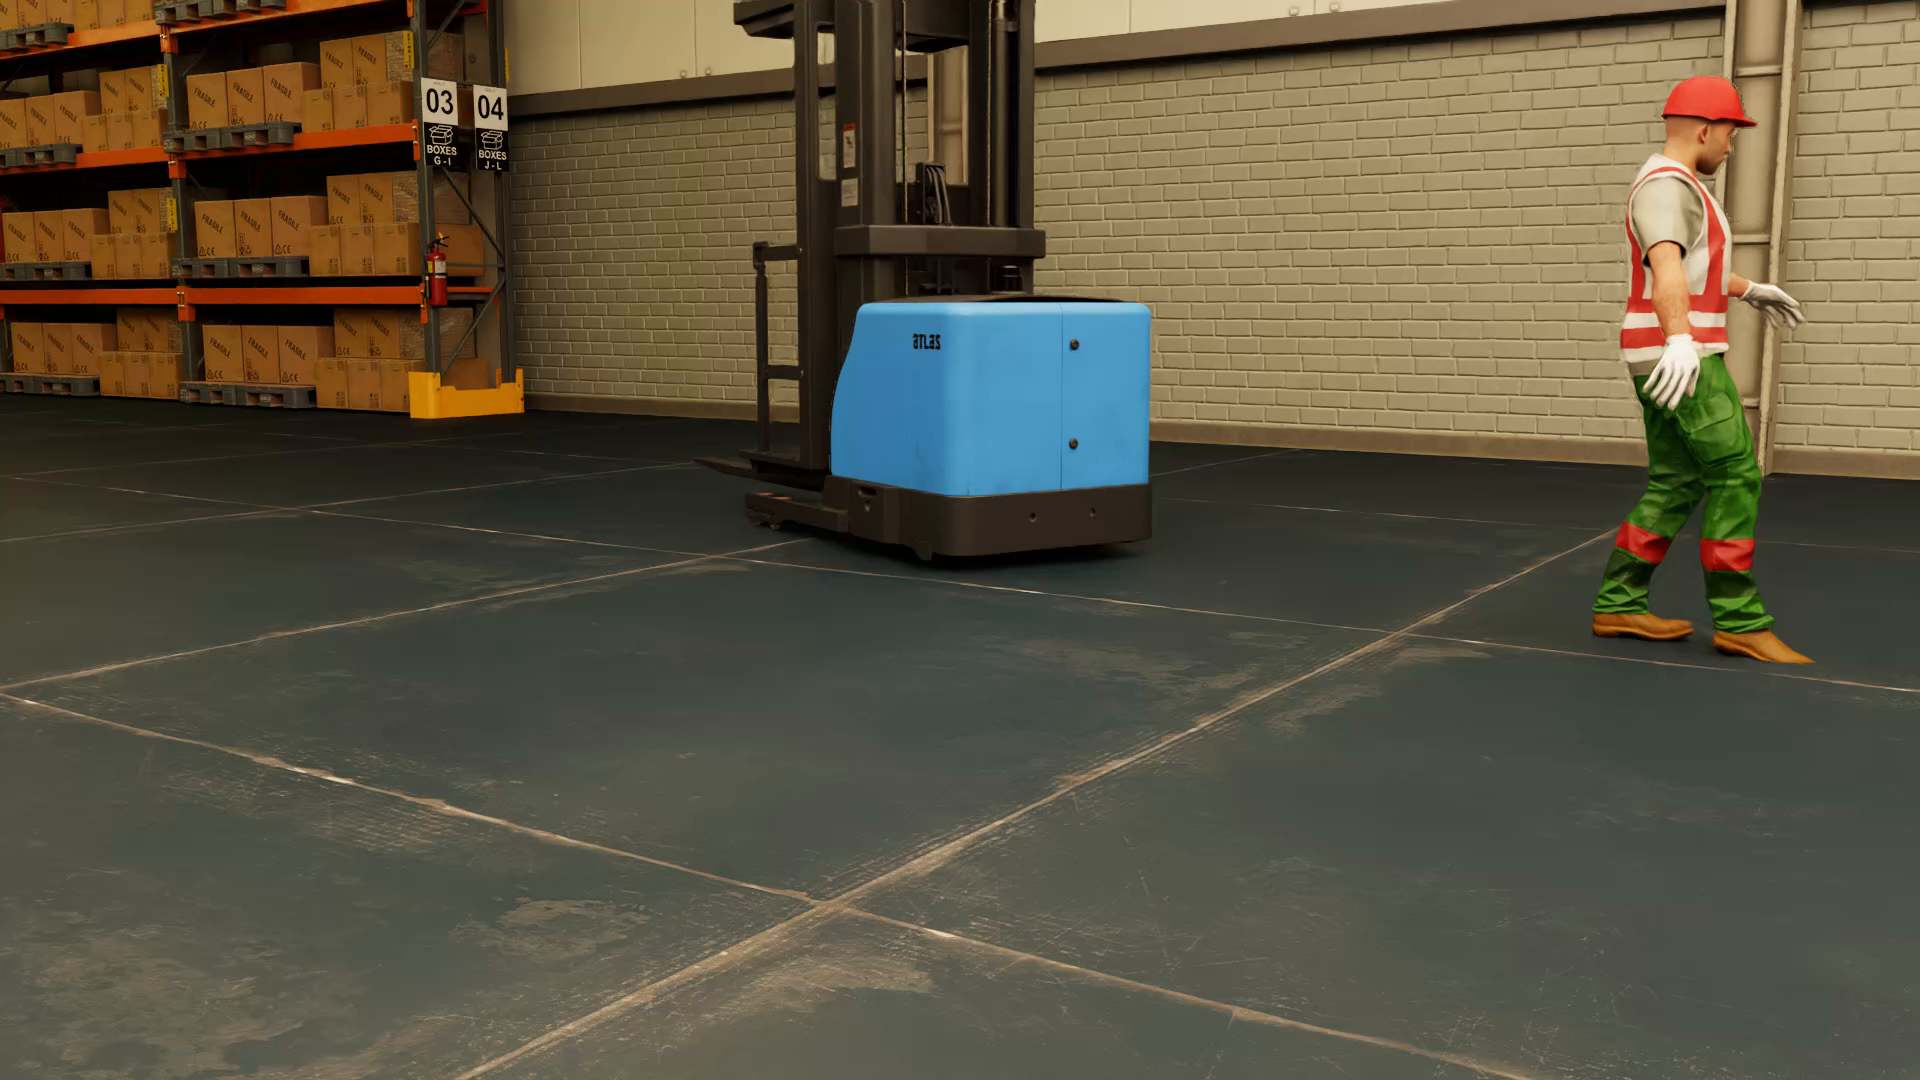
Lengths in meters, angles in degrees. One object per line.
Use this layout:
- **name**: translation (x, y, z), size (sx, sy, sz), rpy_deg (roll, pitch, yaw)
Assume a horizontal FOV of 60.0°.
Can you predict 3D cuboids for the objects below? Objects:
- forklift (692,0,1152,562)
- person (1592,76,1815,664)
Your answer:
- **forklift**: translation (-0.390, -1.528, 7.935), size (1.130, 2.935, 3.031), rpy_deg (-5, 10, -32)
- **person**: translation (2.333, -0.516, 5.130), size (0.648, 1.795, 1.026), rpy_deg (3, 9, 23)
